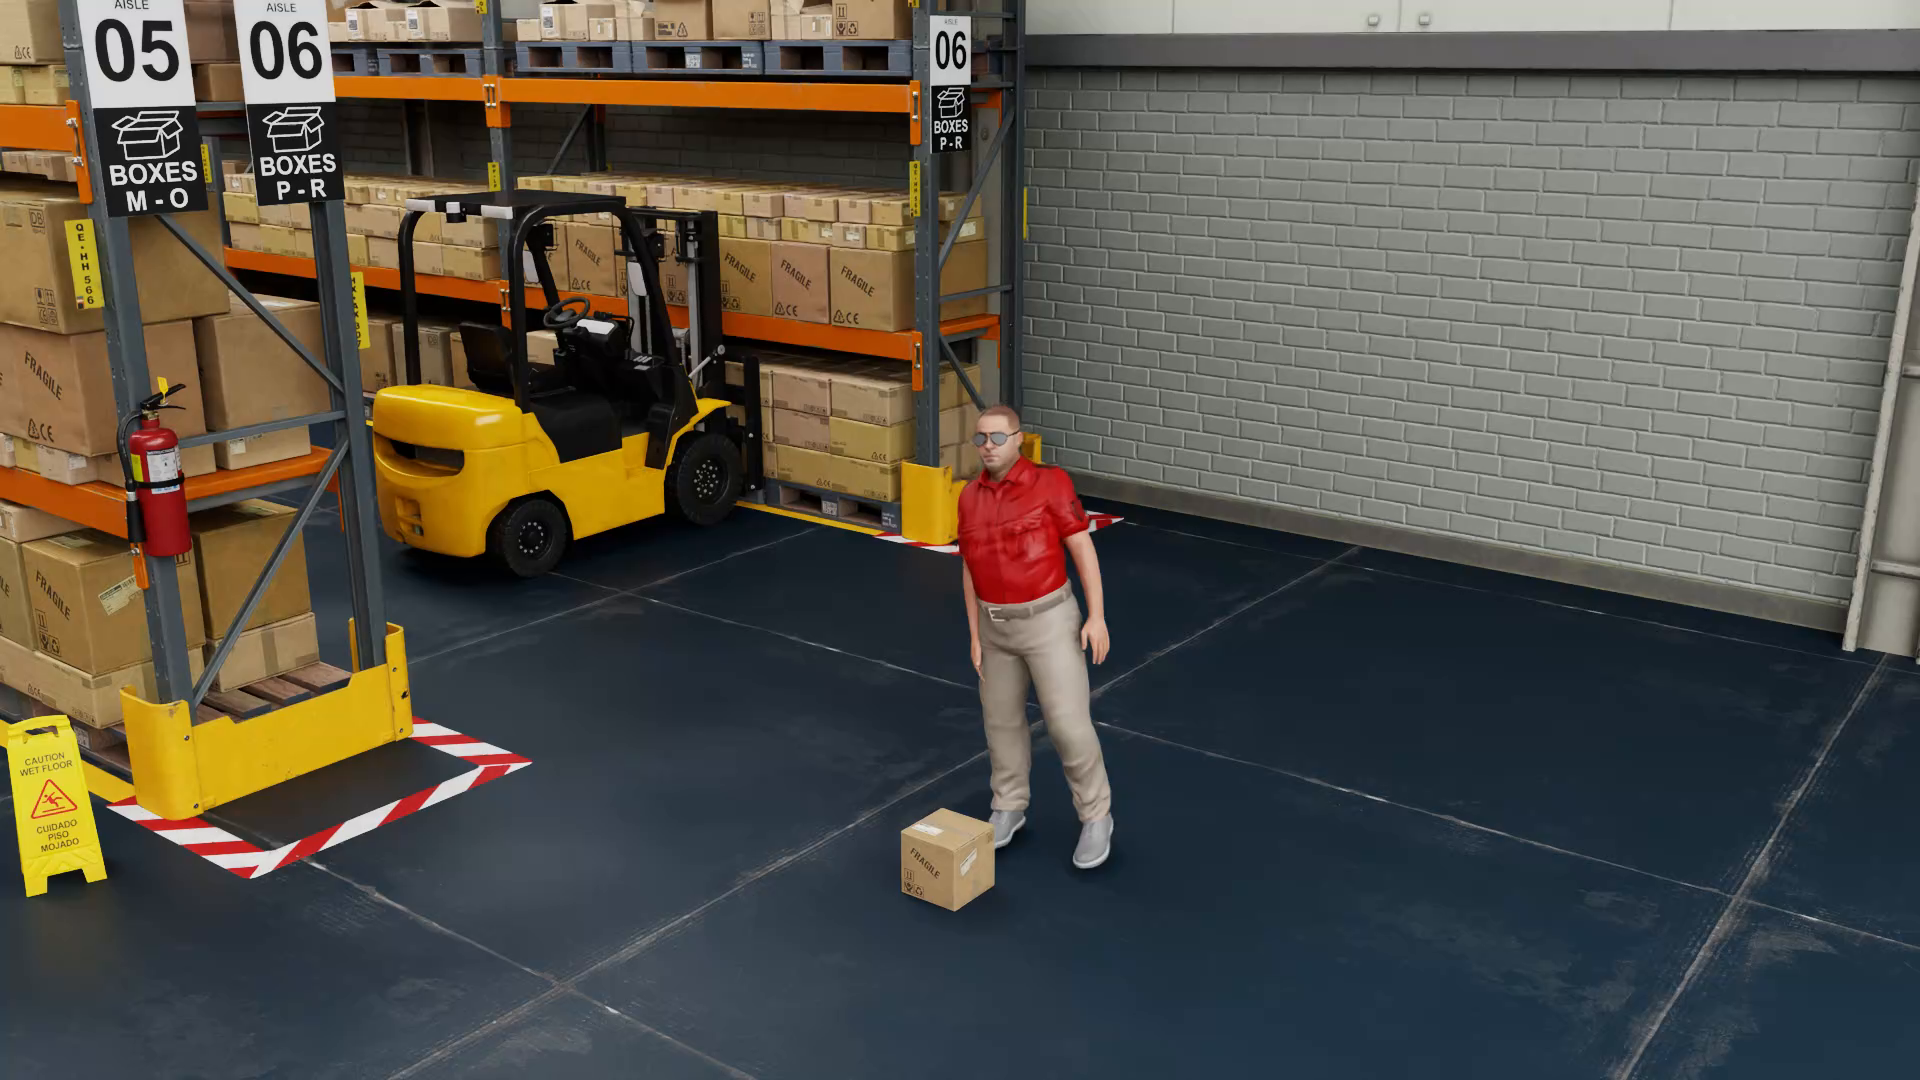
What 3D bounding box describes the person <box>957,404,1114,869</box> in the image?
[{"bbox_3d":[0.278,0.400,6.326,0.730,1.646,0.397,12,20,36],"label":"person"}]
